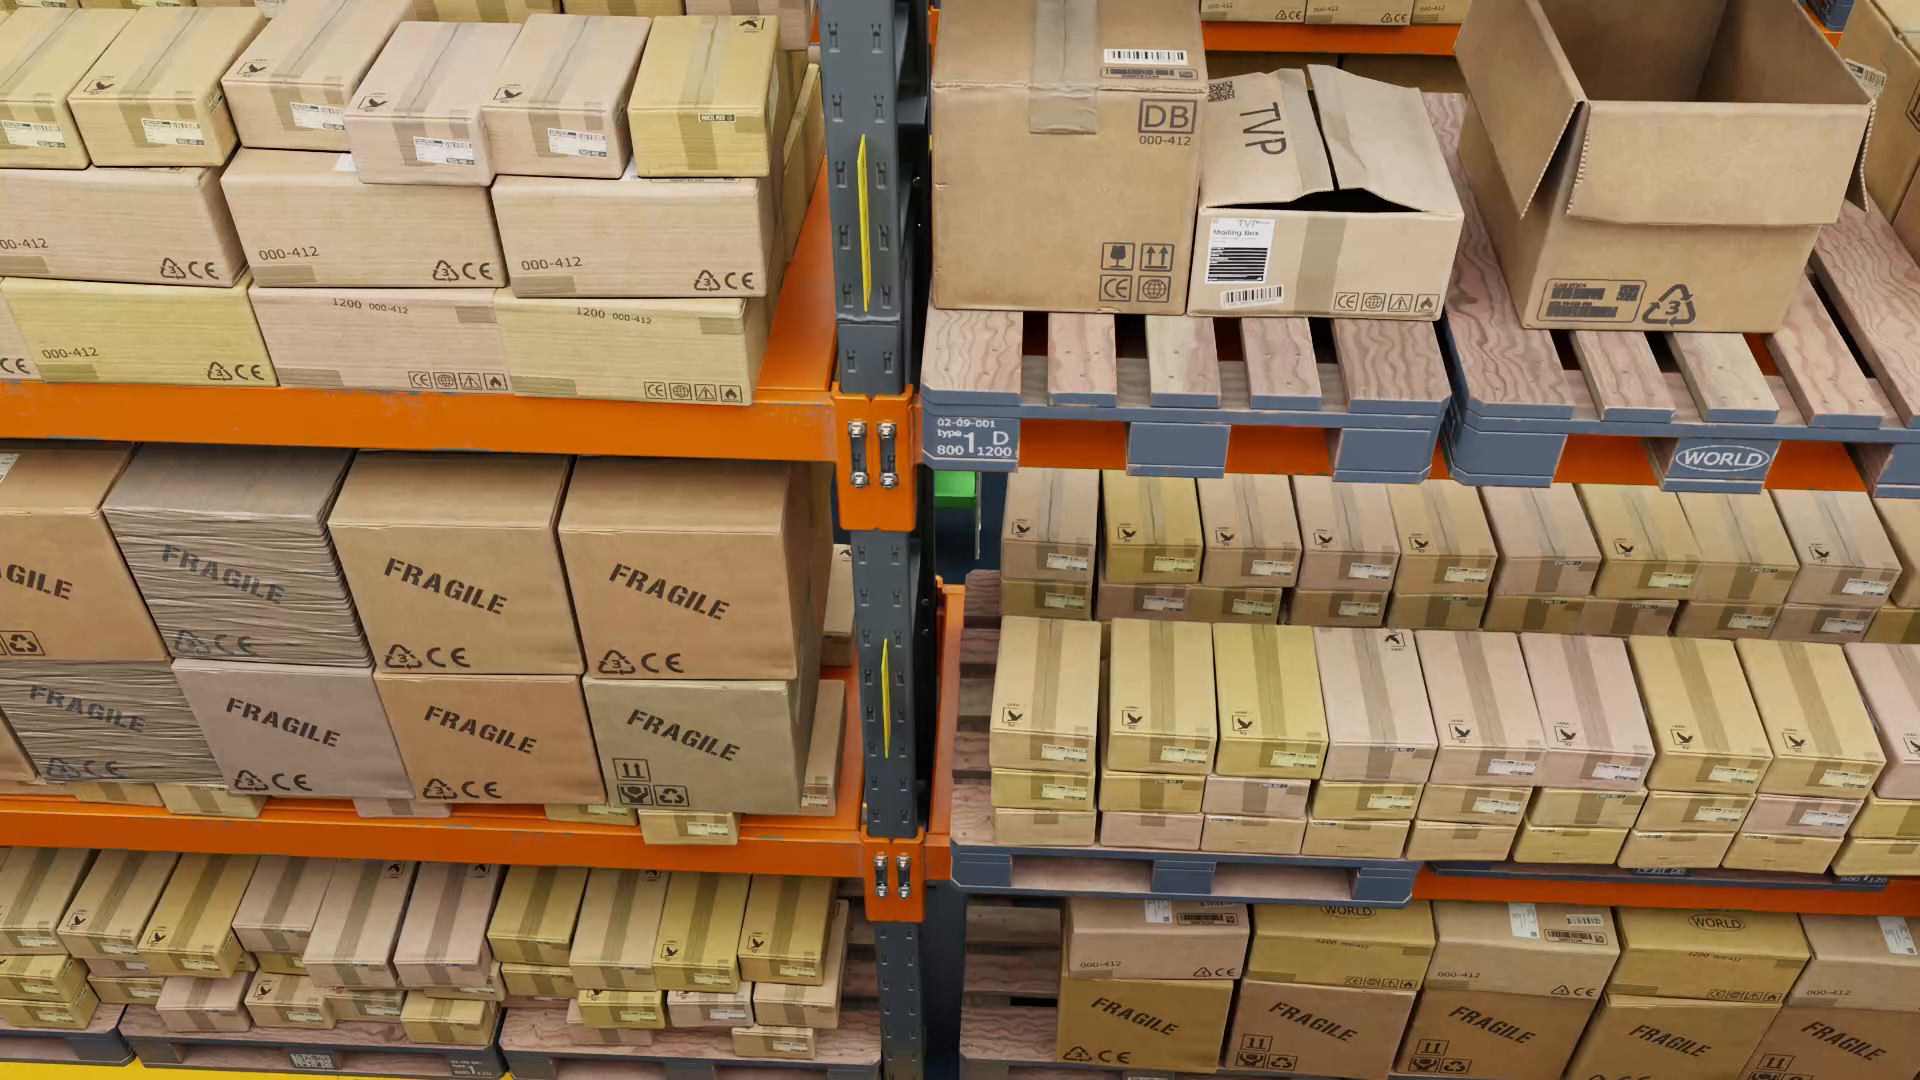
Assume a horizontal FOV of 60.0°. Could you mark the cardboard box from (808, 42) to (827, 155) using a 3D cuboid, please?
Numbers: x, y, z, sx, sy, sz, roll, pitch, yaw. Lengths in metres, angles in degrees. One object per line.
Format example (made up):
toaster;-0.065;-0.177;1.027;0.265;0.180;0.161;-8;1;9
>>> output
cardboard box;-0.661;-2.353;9.147;0.875;0.438;0.875;1;43;1

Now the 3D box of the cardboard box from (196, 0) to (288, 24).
cardboard box;-1.481;-1.249;3.640;0.250;0.149;0.380;1;43;1

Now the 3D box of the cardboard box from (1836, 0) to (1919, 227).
cardboard box;2.277;-0.903;3.745;0.500;0.500;0.500;2;43;2

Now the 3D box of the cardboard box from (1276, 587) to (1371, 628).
cardboard box;1.004;0.170;4.743;0.250;0.149;0.380;0;43;0

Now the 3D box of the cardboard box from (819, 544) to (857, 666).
cardboard box;-0.429;0.190;5.030;0.250;0.149;0.380;3;43;3

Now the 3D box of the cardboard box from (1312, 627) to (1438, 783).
cardboard box;0.996;0.399;4.061;0.250;0.149;0.380;1;43;1

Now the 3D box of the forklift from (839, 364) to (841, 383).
forklift;-2.068;-1.933;7.175;3.031;2.935;1.130;21;47;21

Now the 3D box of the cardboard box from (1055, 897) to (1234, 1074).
cardboard box;0.566;1.294;5.186;0.500;0.500;0.500;3;43;4

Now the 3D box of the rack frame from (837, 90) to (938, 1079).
rack frame;-0.161;0.330;4.696;0.127;3.000;1.000;2;43;2

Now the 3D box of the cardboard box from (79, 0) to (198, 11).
cardboard box;-1.751;-1.289;3.683;0.250;0.149;0.380;4;43;4

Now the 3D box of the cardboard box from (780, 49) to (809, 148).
cardboard box;-0.630;-1.074;3.745;0.500;0.250;0.500;3;43;3

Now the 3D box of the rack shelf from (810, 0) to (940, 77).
rack shelf;-2.036;-2.842;8.628;4.000;0.370;1.077;2;43;2

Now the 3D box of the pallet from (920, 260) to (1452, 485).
pallet;0.451;-0.608;3.639;1.003;0.211;1.213;2;43;2

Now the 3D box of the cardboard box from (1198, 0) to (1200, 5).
cardboard box;0.906;-2.781;8.145;0.500;0.250;0.500;1;43;1

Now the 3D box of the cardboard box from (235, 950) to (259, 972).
cardboard box;-2.332;1.178;5.350;0.250;0.149;0.380;4;43;4

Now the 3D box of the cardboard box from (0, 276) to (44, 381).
cardboard box;-2.163;-0.599;3.602;0.500;0.250;0.500;2;43;2

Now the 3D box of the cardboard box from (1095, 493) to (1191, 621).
cardboard box;0.509;0.044;4.660;0.250;0.149;0.380;2;43;2

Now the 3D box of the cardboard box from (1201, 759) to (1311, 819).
cardboard box;0.729;0.498;4.172;0.250;0.149;0.380;3;43;3

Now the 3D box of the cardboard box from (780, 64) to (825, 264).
cardboard box;-0.611;-0.907;3.933;0.500;0.250;0.500;4;43;4

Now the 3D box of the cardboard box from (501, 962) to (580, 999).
cardboard box;-1.275;1.246;5.277;0.250;0.149;0.380;2;43;2

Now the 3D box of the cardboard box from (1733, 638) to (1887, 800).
cardboard box;2.033;0.429;4.029;0.250;0.149;0.380;4;43;4

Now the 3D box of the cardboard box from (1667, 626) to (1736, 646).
cardboard box;2.073;0.200;4.711;0.250;0.149;0.380;2;43;2

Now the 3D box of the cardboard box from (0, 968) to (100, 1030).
cardboard box;-2.883;1.368;5.364;0.250;0.149;0.380;2;43;2

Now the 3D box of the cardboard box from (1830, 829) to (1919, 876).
cardboard box;2.299;0.655;4.223;0.250;0.149;0.380;0;43;0

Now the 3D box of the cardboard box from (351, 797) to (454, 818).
cardboard box;-1.512;0.577;4.614;0.250;0.149;0.380;0;43;0

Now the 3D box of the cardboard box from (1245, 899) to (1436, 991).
cardboard box;1.098;1.033;4.916;0.500;0.250;0.500;3;43;3

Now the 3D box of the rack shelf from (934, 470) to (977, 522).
rack shelf;-0.165;-0.222;7.054;0.480;0.148;0.258;2;43;2

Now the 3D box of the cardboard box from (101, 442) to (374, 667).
cardboard box;-1.670;-0.050;4.078;0.500;0.500;0.500;3;43;3

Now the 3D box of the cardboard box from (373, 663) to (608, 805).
cardboard box;-1.175;0.345;4.388;0.500;0.500;0.500;1;43;1

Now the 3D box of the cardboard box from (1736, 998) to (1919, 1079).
cardboard box;2.648;1.353;5.123;0.500;0.500;0.500;3;43;4

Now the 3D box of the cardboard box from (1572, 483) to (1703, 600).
cardboard box;1.820;-0.023;4.513;0.250;0.149;0.380;1;43;1

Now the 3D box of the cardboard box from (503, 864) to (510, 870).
cardboard box;-1.553;0.917;5.630;0.250;0.149;0.380;4;43;4

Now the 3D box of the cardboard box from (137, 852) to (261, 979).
cardboard box;-2.333;1.153;5.159;0.250;0.149;0.380;2;43;3

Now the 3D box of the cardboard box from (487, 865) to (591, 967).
cardboard box;-1.289;1.123;5.191;0.250;0.149;0.380;3;43;3

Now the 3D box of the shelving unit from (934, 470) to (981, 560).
shelving unit;-0.165;-0.444;6.846;0.503;1.200;0.258;2;43;2

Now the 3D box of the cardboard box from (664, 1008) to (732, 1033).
cardboard box;-0.823;1.374;5.358;0.250;0.149;0.380;3;43;3

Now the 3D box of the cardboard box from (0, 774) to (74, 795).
cardboard box;-2.545;0.523;4.673;0.250;0.149;0.380;1;43;1

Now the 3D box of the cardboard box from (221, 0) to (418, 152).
cardboard box;-1.253;-0.934;3.302;0.250;0.149;0.380;3;43;3

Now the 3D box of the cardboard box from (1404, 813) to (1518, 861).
cardboard box;1.244;0.624;4.256;0.250;0.149;0.380;0;43;0

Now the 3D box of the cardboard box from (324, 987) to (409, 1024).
cardboard box;-1.859;1.353;5.380;0.250;0.149;0.380;3;43;3

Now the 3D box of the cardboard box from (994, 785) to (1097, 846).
cardboard box;0.212;0.593;4.289;0.250;0.149;0.380;0;43;0

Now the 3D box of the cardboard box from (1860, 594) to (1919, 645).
cardboard box;2.572;0.110;4.589;0.250;0.149;0.380;2;43;2

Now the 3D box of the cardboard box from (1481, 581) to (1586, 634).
cardboard box;1.563;0.075;4.627;0.250;0.149;0.380;2;43;2

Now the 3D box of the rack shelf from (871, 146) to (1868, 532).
rack shelf;1.837;-0.443;3.853;4.000;0.370;1.077;2;43;2

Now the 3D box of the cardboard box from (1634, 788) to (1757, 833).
cardboard box;1.775;0.531;4.138;0.250;0.149;0.380;1;43;1

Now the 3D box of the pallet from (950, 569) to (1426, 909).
pallet;0.596;0.522;4.630;1.213;0.211;1.003;2;43;2

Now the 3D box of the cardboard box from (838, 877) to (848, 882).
cardboard box;-0.510;0.989;5.771;0.250;0.149;0.380;0;43;0

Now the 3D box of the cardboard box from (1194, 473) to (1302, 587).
cardboard box;0.776;-0.054;4.547;0.250;0.149;0.380;0;43;1
